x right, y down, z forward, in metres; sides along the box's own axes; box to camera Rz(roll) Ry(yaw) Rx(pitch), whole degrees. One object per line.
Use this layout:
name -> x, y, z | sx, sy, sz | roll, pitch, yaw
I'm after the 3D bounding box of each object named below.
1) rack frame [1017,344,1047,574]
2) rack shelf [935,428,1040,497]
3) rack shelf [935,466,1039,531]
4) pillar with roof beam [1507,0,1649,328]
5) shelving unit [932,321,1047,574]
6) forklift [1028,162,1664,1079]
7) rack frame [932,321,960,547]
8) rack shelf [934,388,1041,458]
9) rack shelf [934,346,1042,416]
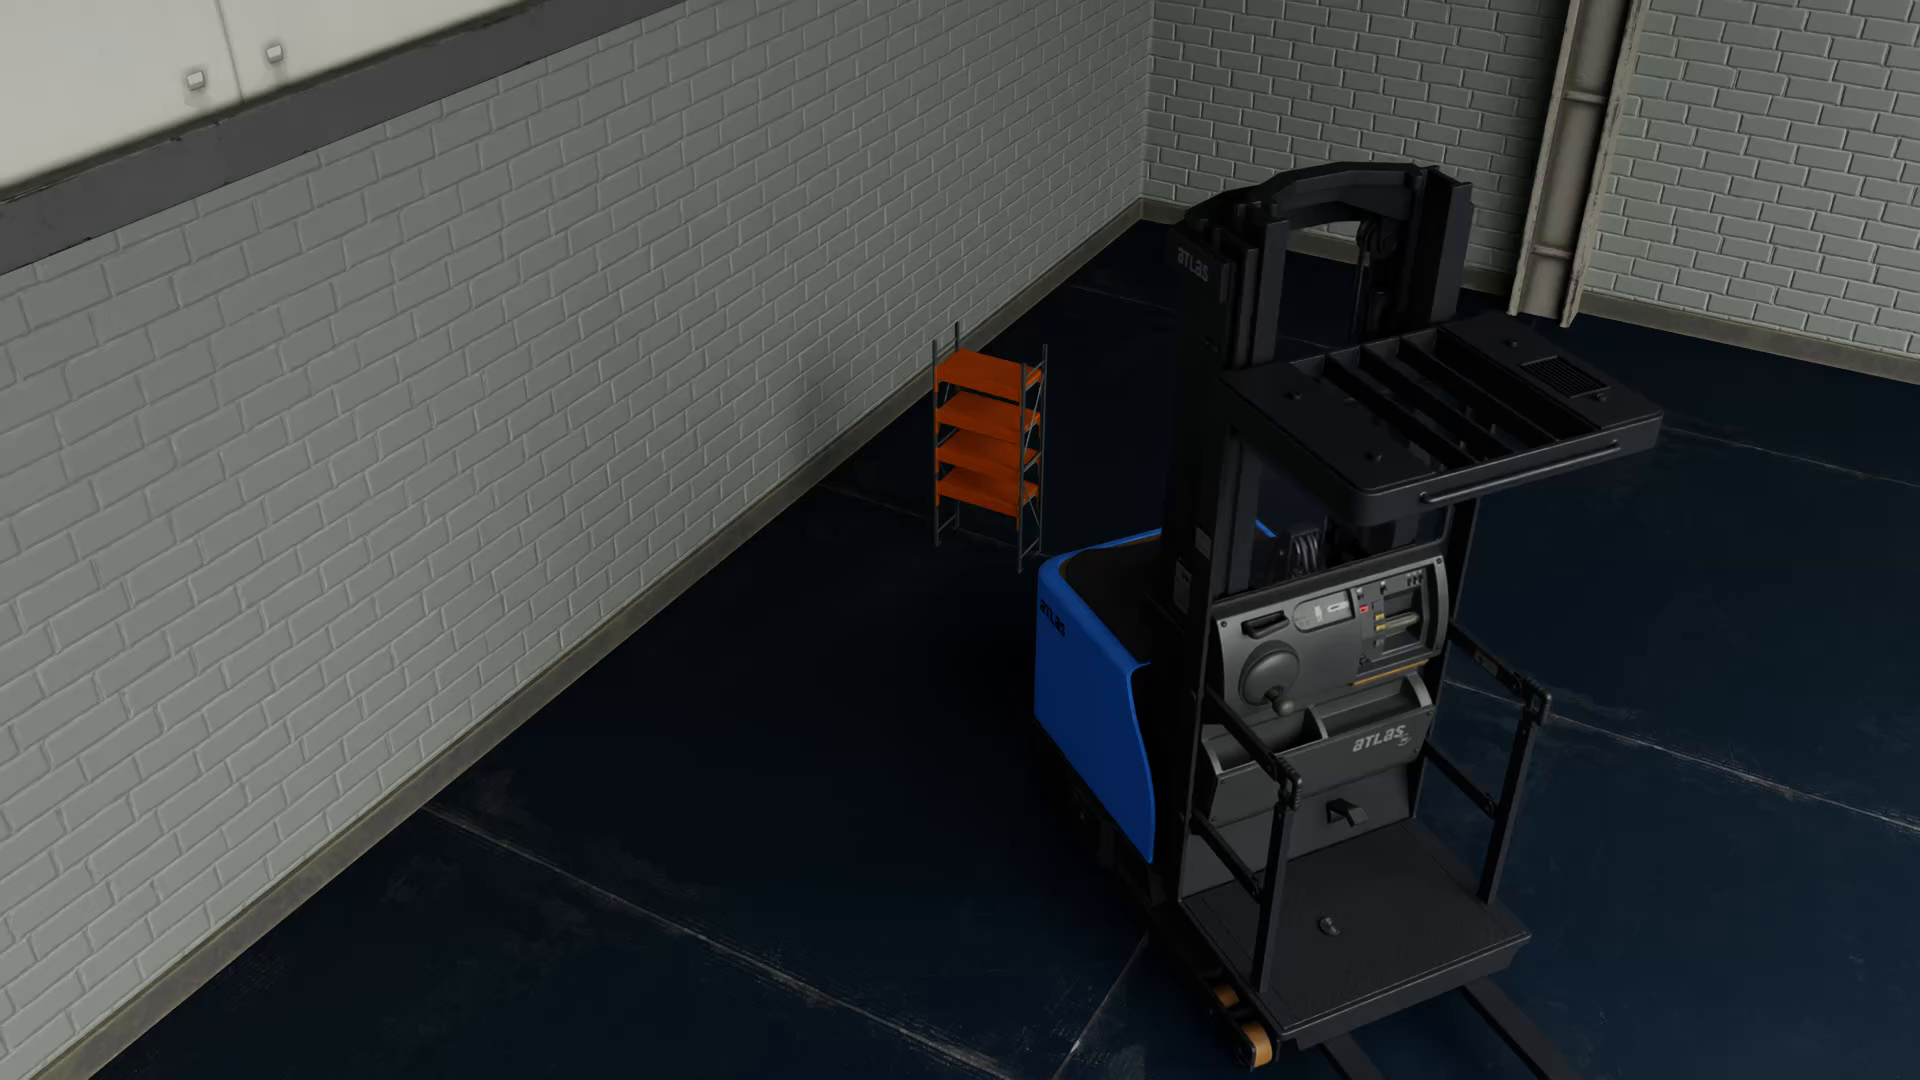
rack frame -> 0.356, -0.387, 8.248 | 0.015, 1.200, 0.240 | 18, 37, 24
rack shelf -> 0.144, -0.398, 8.386 | 0.480, 0.148, 0.258 | 18, 37, 24
rack shelf -> 0.144, -0.233, 8.496 | 0.480, 0.148, 0.258 | 18, 37, 24
pillar with roof beam -> 1.723, -3.183, 5.410 | 0.400, 9.000, 9.100 | 18, 37, 24
shelving unit -> 0.144, -0.454, 8.349 | 0.503, 1.200, 0.258 | 18, 37, 24
forklift -> 1.373, 0.382, 5.532 | 1.130, 2.935, 3.031 | -14, 36, -20
rack frame -> -0.068, -0.521, 8.450 | 0.015, 1.200, 0.240 | 18, 37, 24
rack shelf -> 0.144, -0.584, 8.262 | 0.480, 0.148, 0.258 | 18, 37, 24
rack shelf -> 0.144, -0.781, 8.131 | 0.480, 0.148, 0.258 | 18, 37, 24
